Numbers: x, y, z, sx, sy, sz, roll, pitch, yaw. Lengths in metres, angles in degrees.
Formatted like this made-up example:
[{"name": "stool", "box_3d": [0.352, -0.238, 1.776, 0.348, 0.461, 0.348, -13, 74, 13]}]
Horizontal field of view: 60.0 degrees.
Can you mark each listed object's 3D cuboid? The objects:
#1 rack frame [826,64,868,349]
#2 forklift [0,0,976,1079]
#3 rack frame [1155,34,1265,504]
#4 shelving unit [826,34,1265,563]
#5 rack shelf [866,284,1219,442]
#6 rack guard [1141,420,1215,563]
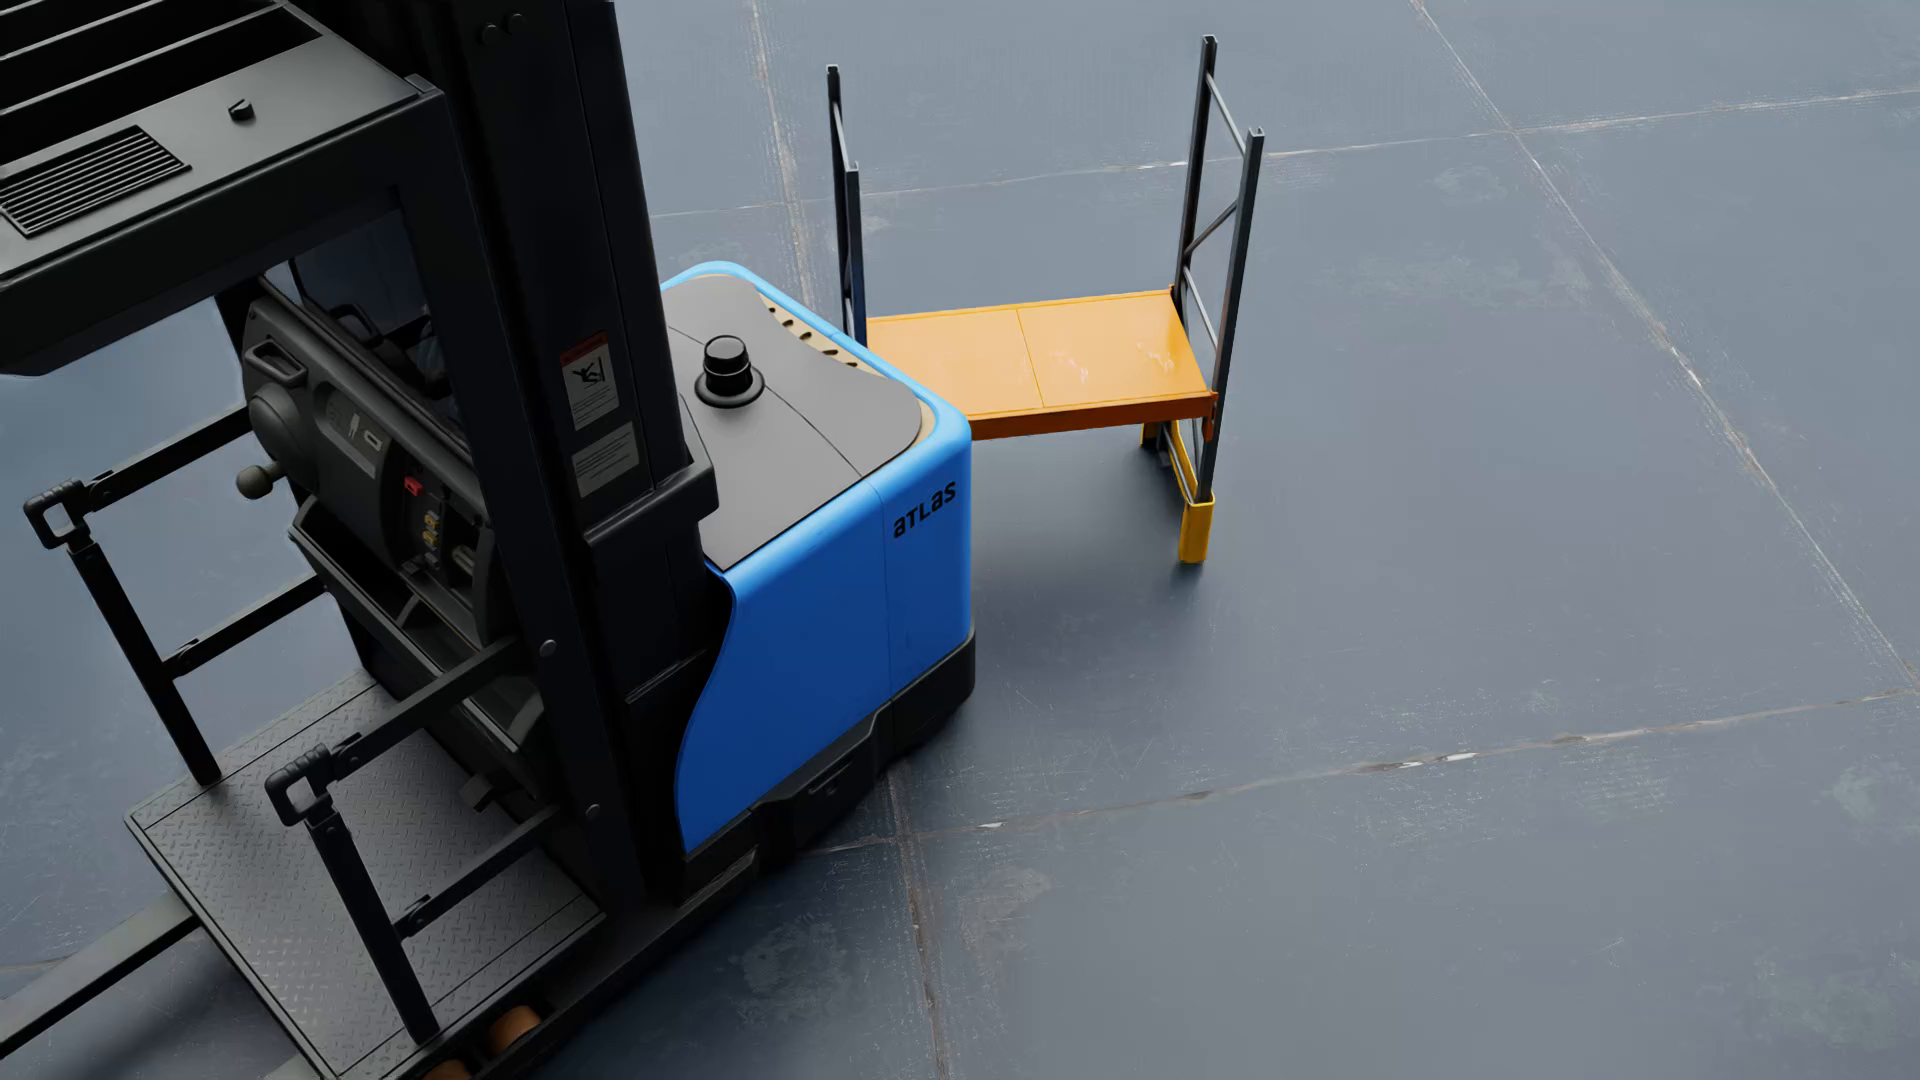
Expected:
[{"name": "rack frame", "box_3d": [-0.299, -0.551, 4.740, 0.032, 1.500, 0.500, -6, 46, -6]}, {"name": "forklift", "box_3d": [-1.352, -0.059, 3.271, 1.130, 2.935, 3.031, 36, 56, 29]}, {"name": "rack frame", "box_3d": [0.706, -0.662, 4.847, 0.032, 1.500, 0.500, -6, 46, -6]}, {"name": "shelving unit", "box_3d": [0.195, -0.606, 4.792, 1.083, 1.500, 0.587, -6, 46, -6]}, {"name": "rack shelf", "box_3d": [0.204, -0.482, 4.923, 1.000, 0.185, 0.538, -6, 46, -6]}, {"name": "rack guard", "box_3d": [0.687, -0.227, 5.295, 0.087, 0.250, 0.587, -6, 46, -6]}]
